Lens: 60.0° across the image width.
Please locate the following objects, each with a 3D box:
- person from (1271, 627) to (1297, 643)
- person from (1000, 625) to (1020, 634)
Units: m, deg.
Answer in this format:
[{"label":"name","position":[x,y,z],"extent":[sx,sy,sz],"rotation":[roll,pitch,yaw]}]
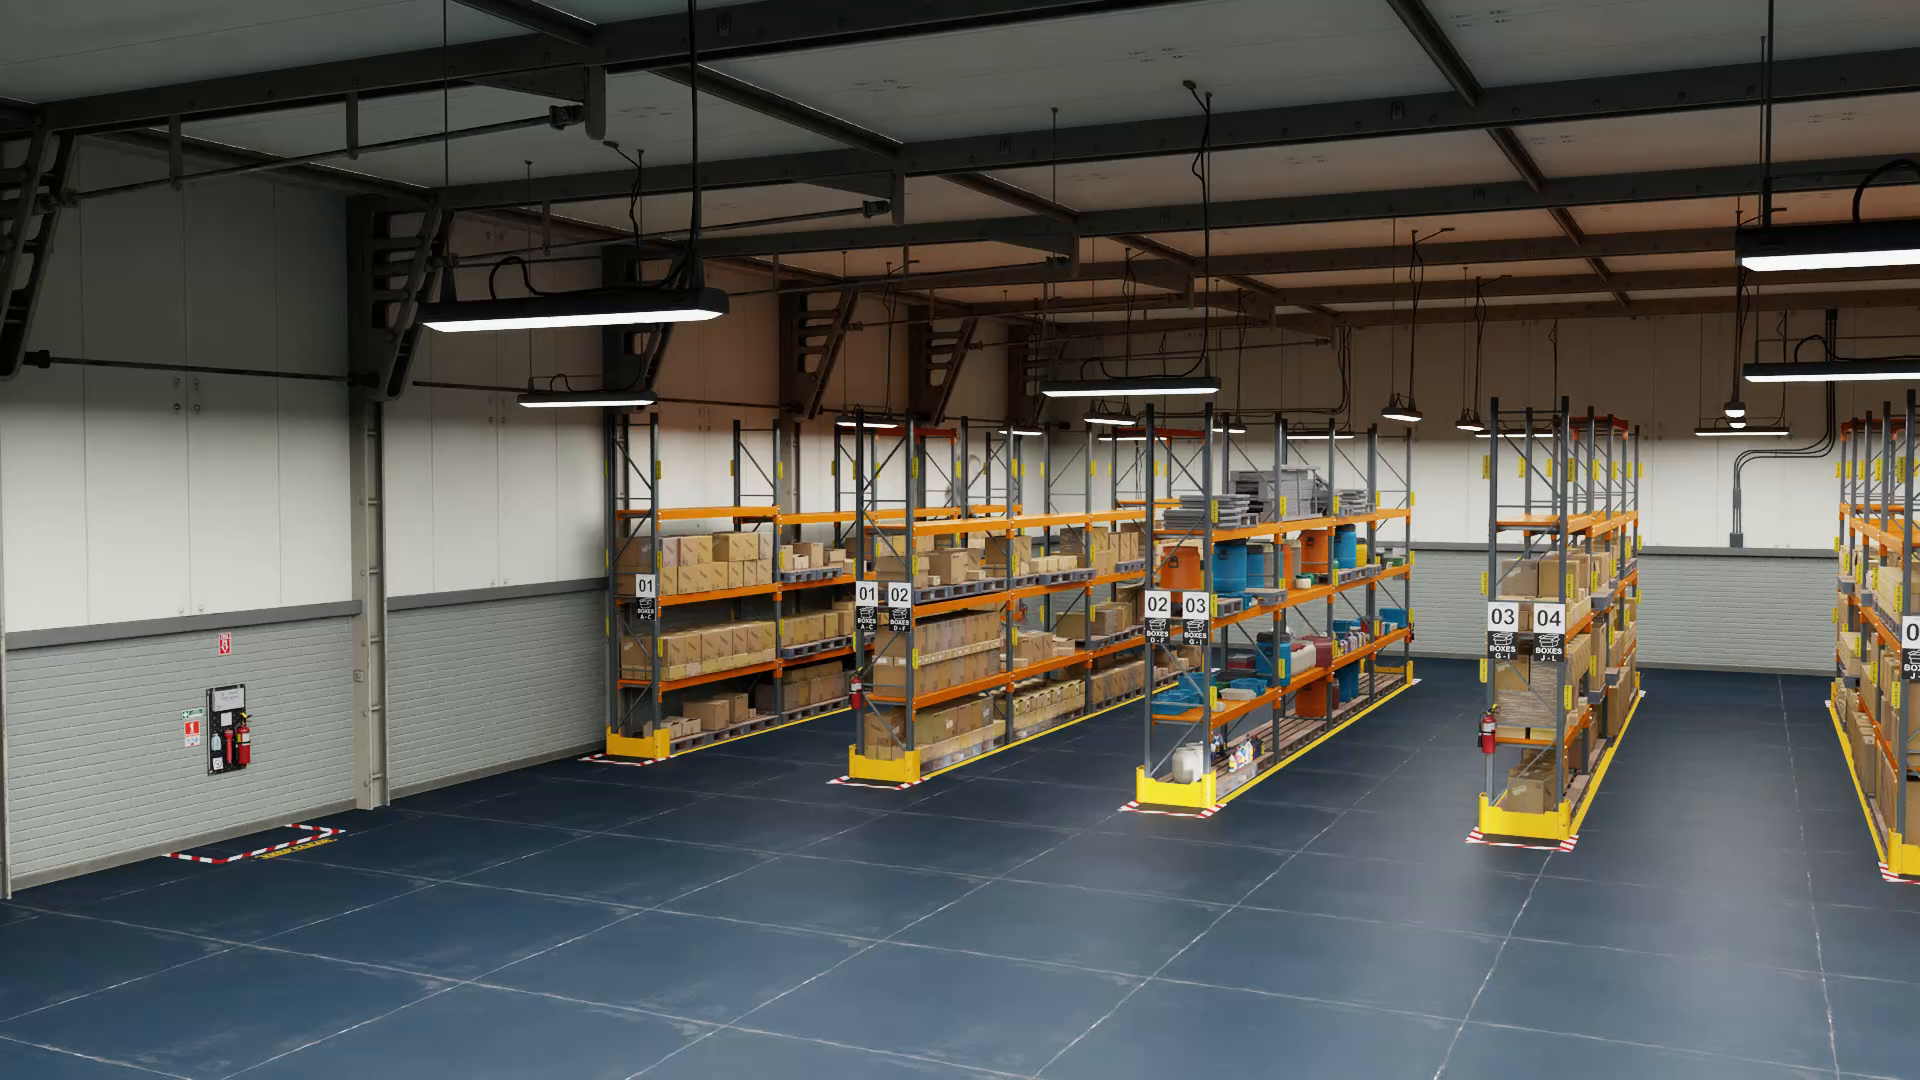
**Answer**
[{"label":"person","position":[7.066,2.585,36.807],"extent":[0.708,1.735,1.029],"rotation":[1,3,25]},{"label":"person","position":[0.954,2.169,37.290],"extent":[0.707,0.734,0.497],"rotation":[1,3,25]}]
